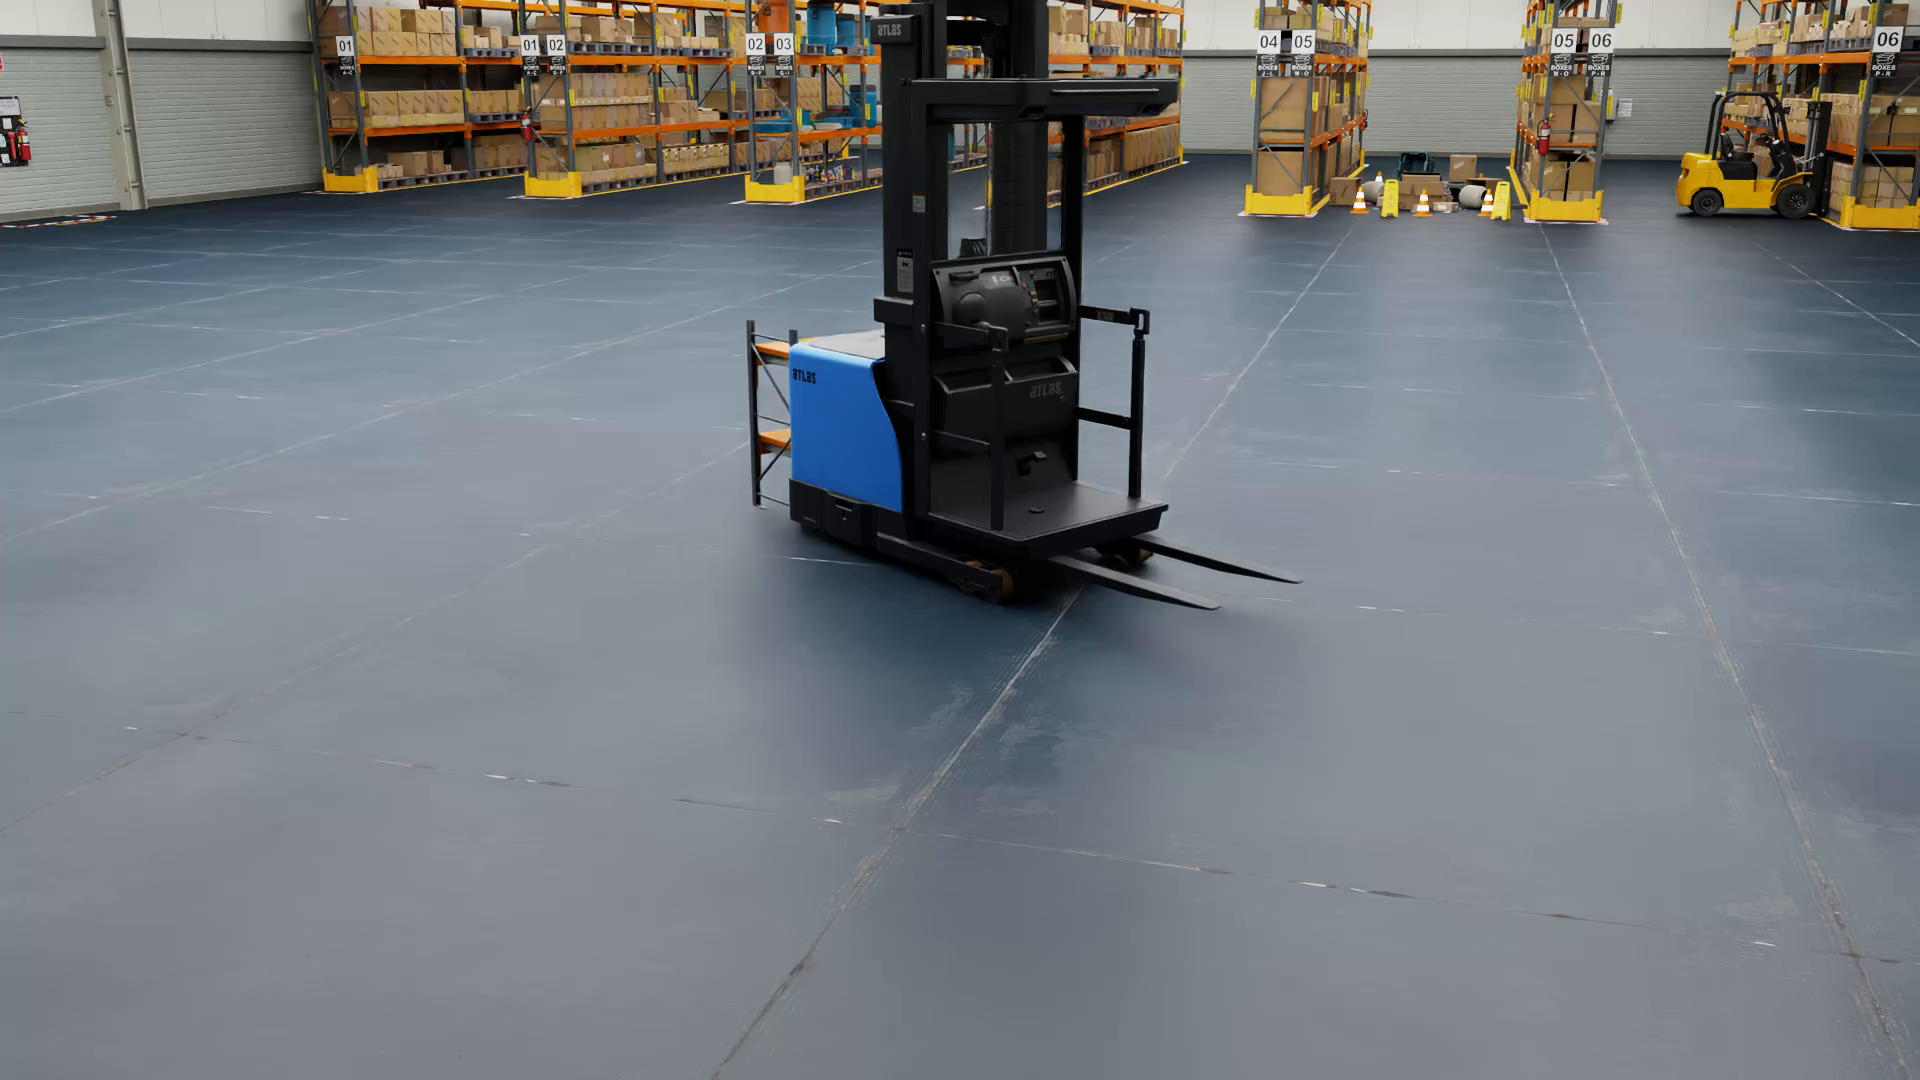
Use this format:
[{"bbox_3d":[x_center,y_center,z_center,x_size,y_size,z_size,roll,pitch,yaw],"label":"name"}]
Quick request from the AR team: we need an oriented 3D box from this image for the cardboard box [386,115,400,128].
[{"bbox_3d":[-12.595,-9.148,36.322,0.500,0.250,0.500,4,16,14],"label":"cardboard box"}]

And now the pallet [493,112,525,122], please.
[{"bbox_3d":[-11.422,-10.450,41.026,1.003,0.211,1.213,5,16,16],"label":"pallet"}]

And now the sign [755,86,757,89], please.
[{"bbox_3d":[-5.534,-12.183,45.199,0.100,0.325,0.005,5,16,16],"label":"sign"}]

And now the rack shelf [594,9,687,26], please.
[{"bbox_3d":[-9.193,-14.981,47.705,1.077,0.370,4.000,5,16,16],"label":"rack shelf"}]

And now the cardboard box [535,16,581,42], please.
[{"bbox_3d":[-8.254,-10.499,34.136,0.797,0.503,0.637,6,17,20],"label":"cardboard box"}]

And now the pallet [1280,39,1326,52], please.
[{"bbox_3d":[6.348,-9.322,31.365,1.003,0.211,1.213,5,16,16],"label":"pallet"}]

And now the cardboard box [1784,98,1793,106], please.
[{"bbox_3d":[17.163,-8.988,34.149,0.380,0.149,0.250,5,17,17],"label":"cardboard box"}]

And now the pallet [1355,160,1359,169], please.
[{"bbox_3d":[10.063,-10.022,44.275,1.003,0.211,1.213,5,16,16],"label":"pallet"}]

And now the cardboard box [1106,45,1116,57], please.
[{"bbox_3d":[3.175,-10.876,36.956,0.500,0.250,0.500,5,17,17],"label":"cardboard box"}]

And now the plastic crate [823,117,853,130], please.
[{"bbox_3d":[-2.591,-8.866,35.364,0.499,0.251,0.616,5,16,16],"label":"plastic crate"}]

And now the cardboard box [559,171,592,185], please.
[{"bbox_3d":[-8.056,-7.589,34.859,0.500,0.250,0.500,5,16,16],"label":"cardboard box"}]

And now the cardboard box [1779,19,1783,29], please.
[{"bbox_3d":[18.726,-11.634,37.556,0.396,0.266,0.258,4,16,15],"label":"cardboard box"}]

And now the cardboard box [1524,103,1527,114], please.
[{"bbox_3d":[13.012,-9.727,37.485,0.500,0.250,0.500,4,16,14],"label":"cardboard box"}]

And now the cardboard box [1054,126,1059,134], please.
[{"bbox_3d":[1.734,-8.081,32.782,0.380,0.149,0.250,5,16,16],"label":"cardboard box"}]

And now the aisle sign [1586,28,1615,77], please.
[{"bbox_3d":[10.856,-8.260,28.189,0.394,0.787,0.004,5,16,16],"label":"aisle sign"}]

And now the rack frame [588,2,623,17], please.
[{"bbox_3d":[-9.762,-14.996,45.708,1.000,3.000,0.127,5,16,16],"label":"rack frame"}]

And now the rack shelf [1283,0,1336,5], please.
[{"bbox_3d":[6.370,-10.278,31.125,1.077,0.370,4.000,5,16,16],"label":"rack shelf"}]

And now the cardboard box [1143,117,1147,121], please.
[{"bbox_3d":[4.325,-10.596,41.005,0.500,0.500,0.500,4,16,15],"label":"cardboard box"}]

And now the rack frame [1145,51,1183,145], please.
[{"bbox_3d":[5.622,-12.004,46.153,1.000,3.000,0.127,5,16,16],"label":"rack frame"}]

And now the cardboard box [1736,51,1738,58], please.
[{"bbox_3d":[19.262,-11.915,40.802,0.380,0.149,0.250,5,17,17],"label":"cardboard box"}]

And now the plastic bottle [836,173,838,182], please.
[{"bbox_3d":[-2.647,-7.713,35.347,0.097,0.201,0.097,0,16,0],"label":"plastic bottle"}]

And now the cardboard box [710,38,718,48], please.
[{"bbox_3d":[-6.223,-12.130,40.606,0.500,0.250,0.500,3,16,12],"label":"cardboard box"}]

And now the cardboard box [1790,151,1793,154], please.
[{"bbox_3d":[17.508,-8.219,35.431,0.380,0.149,0.250,4,16,13],"label":"cardboard box"}]

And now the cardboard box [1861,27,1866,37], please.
[{"bbox_3d":[15.281,-8.478,27.733,0.380,0.149,0.250,4,16,14],"label":"cardboard box"}]

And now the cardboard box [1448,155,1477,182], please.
[{"bbox_3d":[9.998,-7.388,33.072,0.500,0.500,0.500,5,16,16],"label":"cardboard box"}]

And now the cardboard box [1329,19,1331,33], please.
[{"bbox_3d":[6.901,-9.936,32.144,0.500,0.250,0.500,5,16,16],"label":"cardboard box"}]

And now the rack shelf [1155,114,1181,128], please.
[{"bbox_3d":[5.054,-11.134,44.406,1.077,0.370,4.000,5,16,16],"label":"rack shelf"}]

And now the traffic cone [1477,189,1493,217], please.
[{"bbox_3d":[9.462,-6.041,29.781,0.336,0.463,0.334,5,16,16],"label":"traffic cone"}]

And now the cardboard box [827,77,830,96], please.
[{"bbox_3d":[-4.023,-12.896,47.283,0.500,0.500,0.500,5,17,17],"label":"cardboard box"}]

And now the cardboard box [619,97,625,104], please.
[{"bbox_3d":[-7.519,-9.574,36.214,0.380,0.149,0.250,5,17,17],"label":"cardboard box"}]

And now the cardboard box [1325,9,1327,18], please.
[{"bbox_3d":[6.637,-9.825,31.020,0.380,0.149,0.250,5,17,17],"label":"cardboard box"}]

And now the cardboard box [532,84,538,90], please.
[{"bbox_3d":[-10.968,-11.542,42.348,0.380,0.149,0.250,2,16,9],"label":"cardboard box"}]

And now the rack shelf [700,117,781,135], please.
[{"bbox_3d":[-5.580,-10.857,43.429,1.077,0.370,4.000,5,16,16],"label":"rack shelf"}]

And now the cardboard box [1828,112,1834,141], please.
[{"bbox_3d":[15.822,-7.394,29.718,0.500,0.500,0.500,4,16,15],"label":"cardboard box"}]

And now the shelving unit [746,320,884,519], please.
[{"bbox_3d":[-0.691,-0.787,10.042,1.048,1.125,0.538,-13,20,-37],"label":"shelving unit"}]

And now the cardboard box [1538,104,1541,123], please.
[{"bbox_3d":[10.759,-7.665,30.128,0.500,0.500,0.500,5,16,16],"label":"cardboard box"}]

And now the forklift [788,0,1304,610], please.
[{"bbox_3d":[0.377,-1.257,8.389,1.130,2.935,3.031,-13,21,-39],"label":"forklift"}]

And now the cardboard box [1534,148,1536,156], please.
[{"bbox_3d":[10.976,-7.281,31.209,0.380,0.149,0.250,6,17,19],"label":"cardboard box"}]

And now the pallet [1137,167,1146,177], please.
[{"bbox_3d":[3.994,-9.088,40.983,1.003,0.211,1.213,5,16,16],"label":"pallet"}]

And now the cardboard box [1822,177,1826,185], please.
[{"bbox_3d":[15.601,-6.334,29.518,0.500,0.250,0.500,5,16,16],"label":"cardboard box"}]

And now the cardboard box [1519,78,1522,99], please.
[{"bbox_3d":[14.574,-11.525,42.450,0.500,0.500,0.500,4,16,14],"label":"cardboard box"}]

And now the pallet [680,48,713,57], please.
[{"bbox_3d":[-6.570,-11.555,39.420,1.003,0.211,1.213,5,17,18],"label":"pallet"}]

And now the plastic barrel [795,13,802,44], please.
[{"bbox_3d":[-3.471,-10.246,33.343,0.600,0.588,0.600,0,16,0],"label":"plastic barrel"}]

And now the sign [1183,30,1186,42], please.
[{"bbox_3d":[6.139,-13.789,45.473,0.100,0.325,0.005,5,16,16],"label":"sign"}]

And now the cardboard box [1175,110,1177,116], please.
[{"bbox_3d":[5.692,-11.630,45.296,0.380,0.149,0.250,5,16,16],"label":"cardboard box"}]

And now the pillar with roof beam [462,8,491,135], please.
[{"bbox_3d":[-7.970,-13.342,39.879,9.100,9.000,0.400,5,16,16],"label":"pillar with roof beam"}]

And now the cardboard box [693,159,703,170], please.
[{"bbox_3d":[-6.496,-9.001,39.837,0.500,0.250,0.500,5,17,17],"label":"cardboard box"}]

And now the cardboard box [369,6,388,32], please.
[{"bbox_3d":[-12.639,-11.161,35.633,0.500,0.500,0.500,4,16,15],"label":"cardboard box"}]

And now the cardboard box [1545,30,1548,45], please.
[{"bbox_3d":[10.751,-8.986,29.745,0.500,0.250,0.500,5,17,17],"label":"cardboard box"}]

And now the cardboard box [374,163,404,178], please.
[{"bbox_3d":[-12.727,-8.211,36.904,0.500,0.311,0.500,6,17,20],"label":"cardboard box"}]

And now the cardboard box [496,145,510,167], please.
[{"bbox_3d":[-11.560,-9.489,41.062,0.700,0.500,0.500,5,17,17],"label":"cardboard box"}]

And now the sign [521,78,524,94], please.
[{"bbox_3d":[-8.938,-9.304,34.078,0.100,0.325,0.005,5,16,16],"label":"sign"}]
